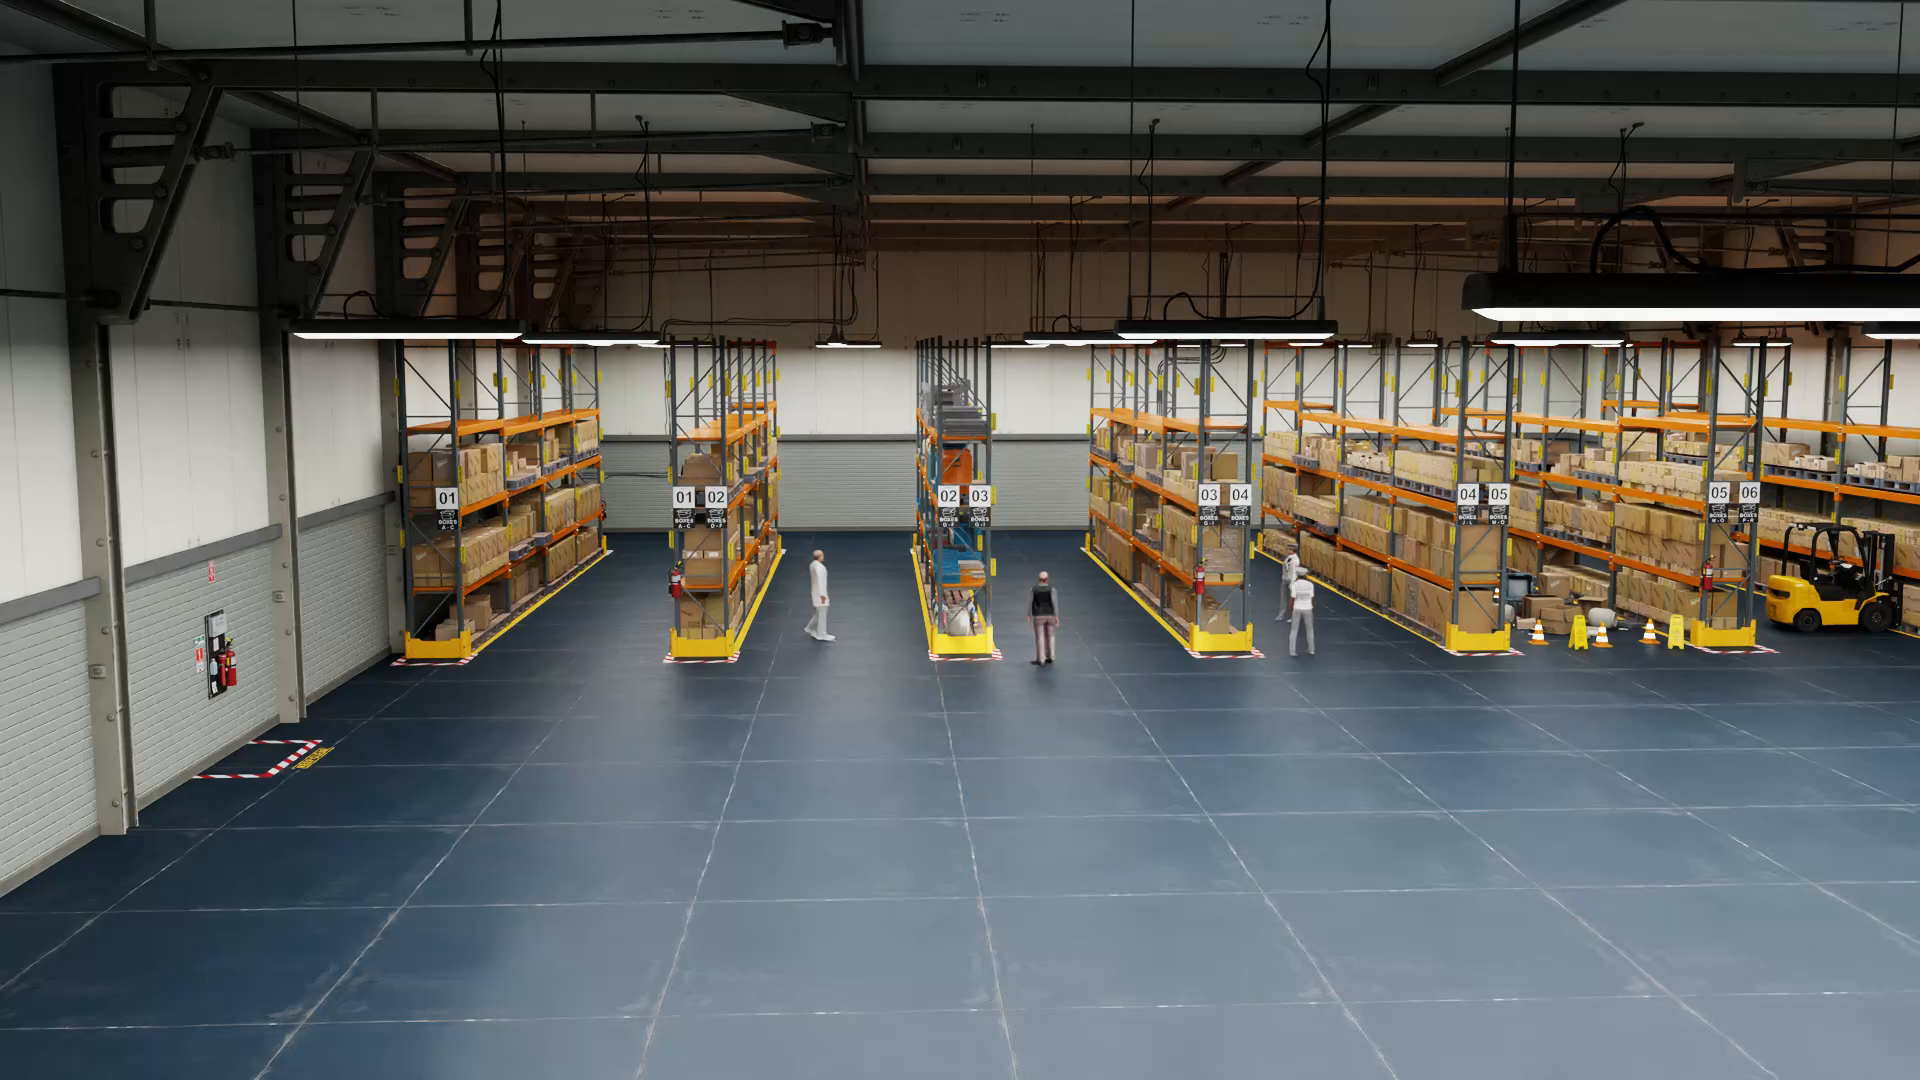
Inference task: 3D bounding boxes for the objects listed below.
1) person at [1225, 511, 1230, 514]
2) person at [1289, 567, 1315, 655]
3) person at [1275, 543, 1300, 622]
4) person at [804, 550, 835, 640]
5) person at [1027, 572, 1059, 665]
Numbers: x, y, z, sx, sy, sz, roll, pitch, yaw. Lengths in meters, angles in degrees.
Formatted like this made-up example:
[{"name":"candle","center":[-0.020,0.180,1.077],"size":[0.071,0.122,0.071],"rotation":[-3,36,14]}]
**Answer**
[{"name":"person","center":[7.790,-0.663,48.497],"size":[0.803,1.734,0.547],"rotation":[-4,8,-31]},{"name":"person","center":[6.490,1.334,31.410],"size":[0.455,1.667,0.533],"rotation":[2,7,20]},{"name":"person","center":[6.958,0.892,35.229],"size":[0.441,1.666,0.528],"rotation":[-3,7,-28]},{"name":"person","center":[-2.800,1.095,33.126],"size":[0.586,1.802,0.659],"rotation":[-1,7,-9]},{"name":"person","center":[1.502,1.427,30.375],"size":[0.548,1.737,0.522],"rotation":[-1,7,-11]}]
